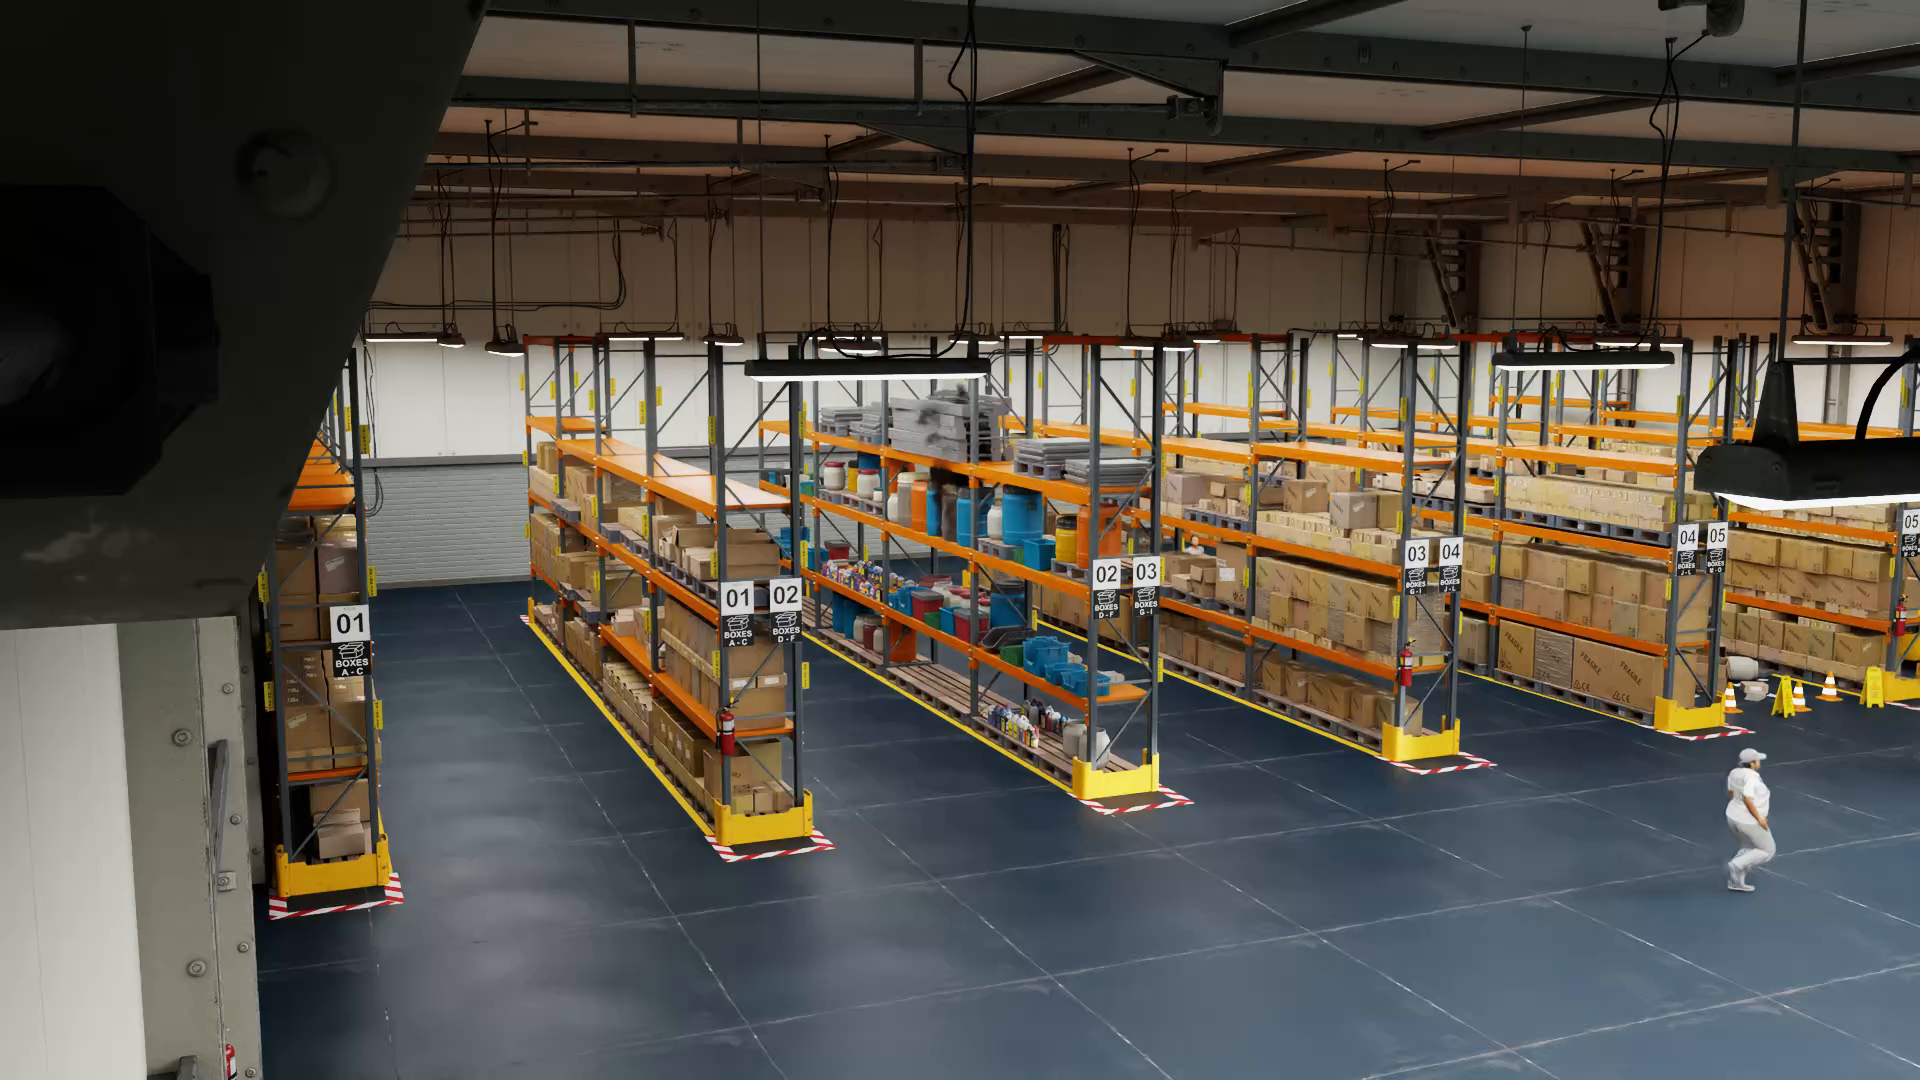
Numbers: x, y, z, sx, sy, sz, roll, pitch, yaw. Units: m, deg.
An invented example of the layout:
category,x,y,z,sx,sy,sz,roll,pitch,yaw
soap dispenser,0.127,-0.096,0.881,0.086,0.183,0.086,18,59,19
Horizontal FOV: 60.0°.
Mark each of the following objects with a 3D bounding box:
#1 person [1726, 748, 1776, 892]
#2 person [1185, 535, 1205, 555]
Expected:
category,x,y,z,sx,sy,sz,roll,pitch,yaw
person,8.724,3.101,18.387,0.547,1.624,0.607,-1,8,-5
person,5.154,0.704,36.324,0.573,1.631,0.524,-2,8,-17
